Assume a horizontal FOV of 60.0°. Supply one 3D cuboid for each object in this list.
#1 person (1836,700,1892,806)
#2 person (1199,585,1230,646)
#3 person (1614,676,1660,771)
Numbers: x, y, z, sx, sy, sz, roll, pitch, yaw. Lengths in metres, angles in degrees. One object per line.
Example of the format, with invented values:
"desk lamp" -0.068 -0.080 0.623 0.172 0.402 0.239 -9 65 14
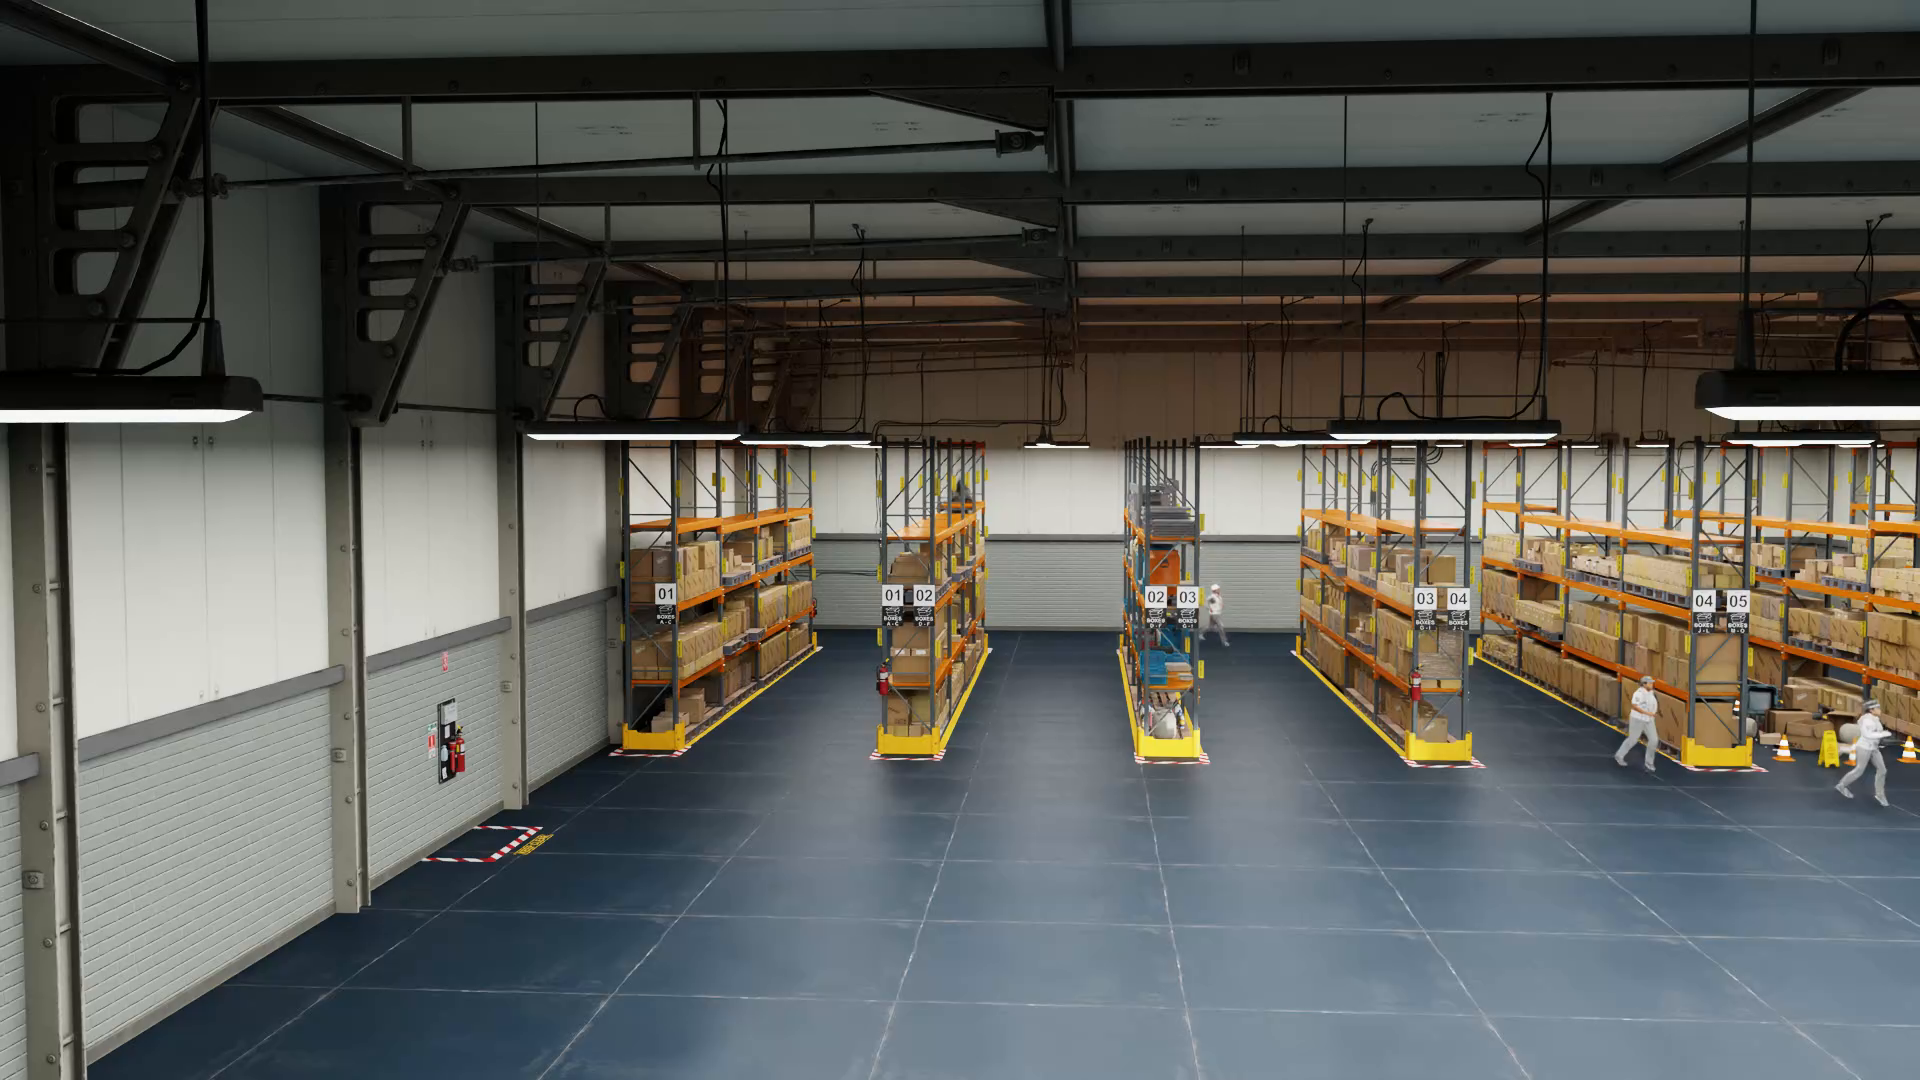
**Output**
"person" 14.702 3.447 27.035 0.597 1.768 0.832 -3 4 -40
"person" 7.511 2.219 49.187 1.066 1.809 0.623 1 3 23
"person" 12.317 3.308 30.060 0.653 1.735 0.736 -2 4 -31
